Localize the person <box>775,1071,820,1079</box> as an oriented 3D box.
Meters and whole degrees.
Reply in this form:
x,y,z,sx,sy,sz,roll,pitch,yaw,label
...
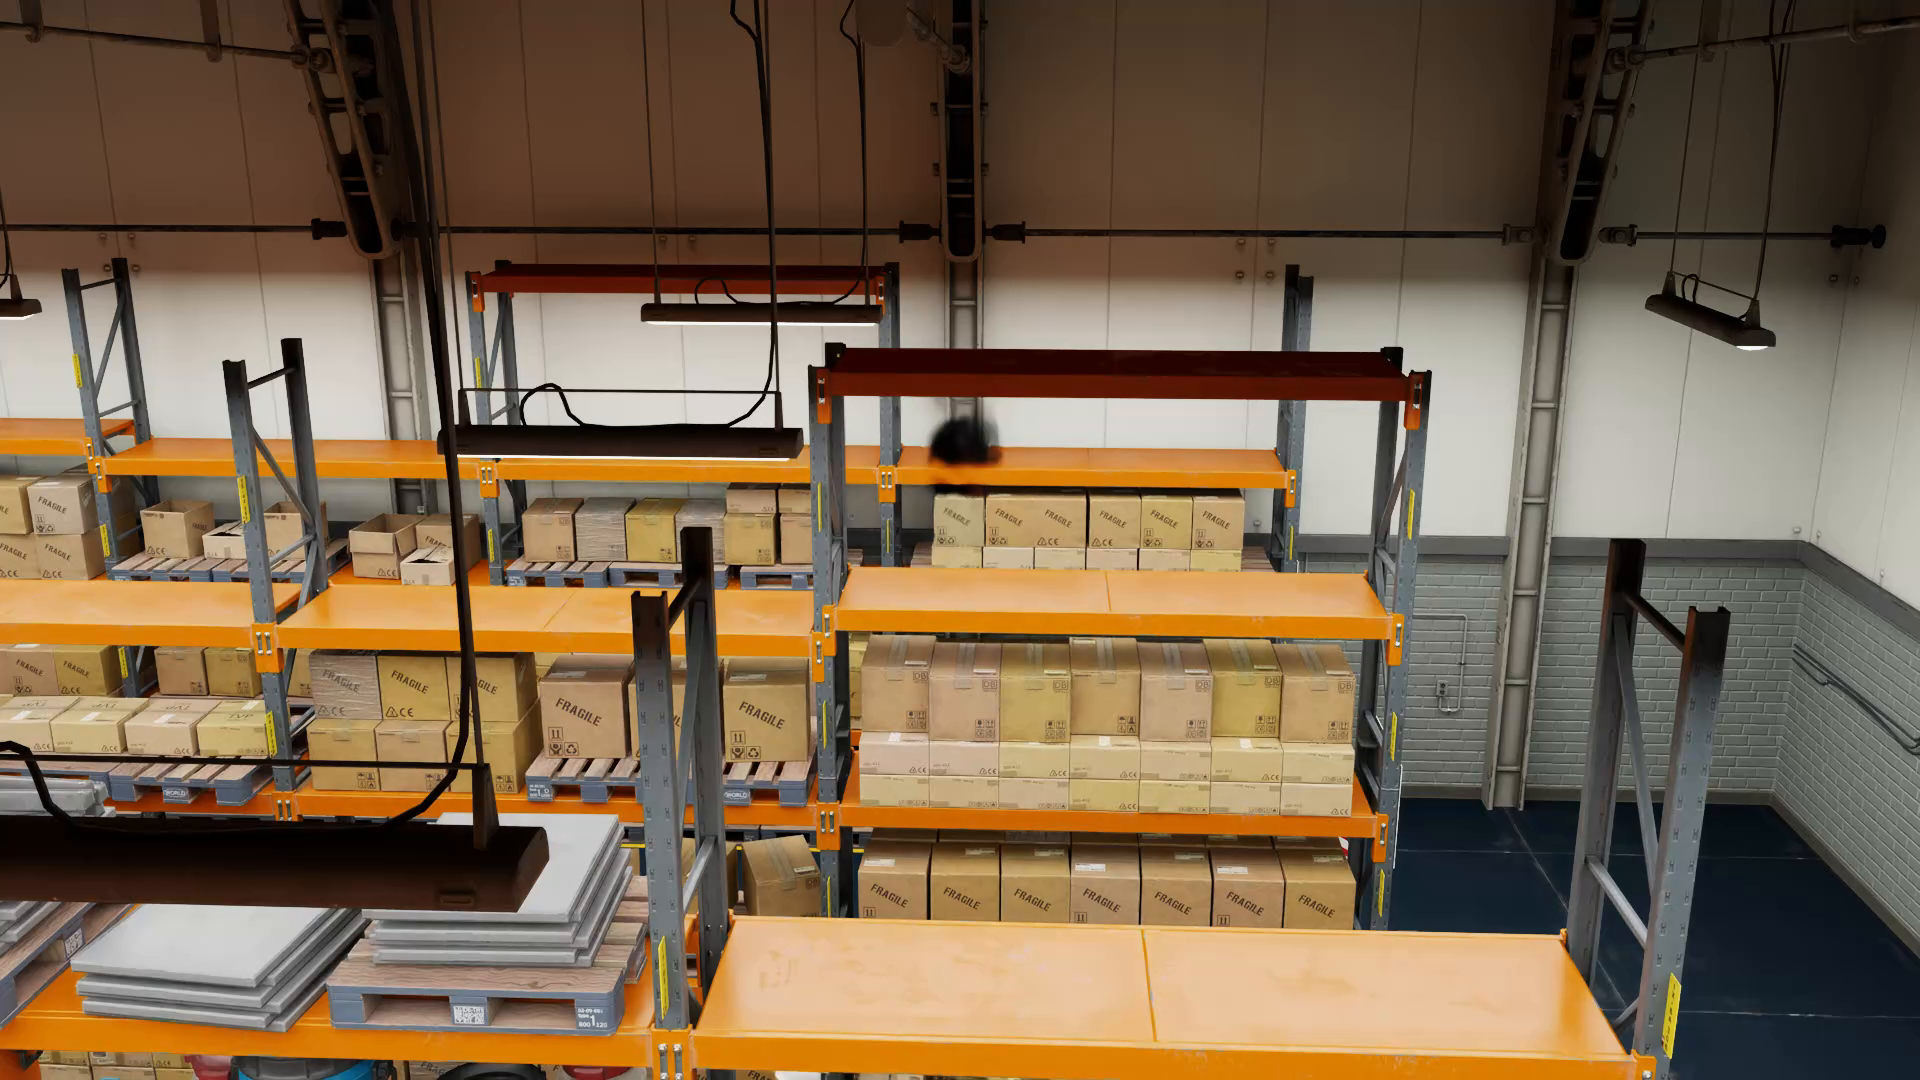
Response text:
x,y,z,sx,sy,sz,roll,pitch,yaw,label
-1.021,4.205,10.922,0.807,1.823,0.677,-2,16,-6,person
